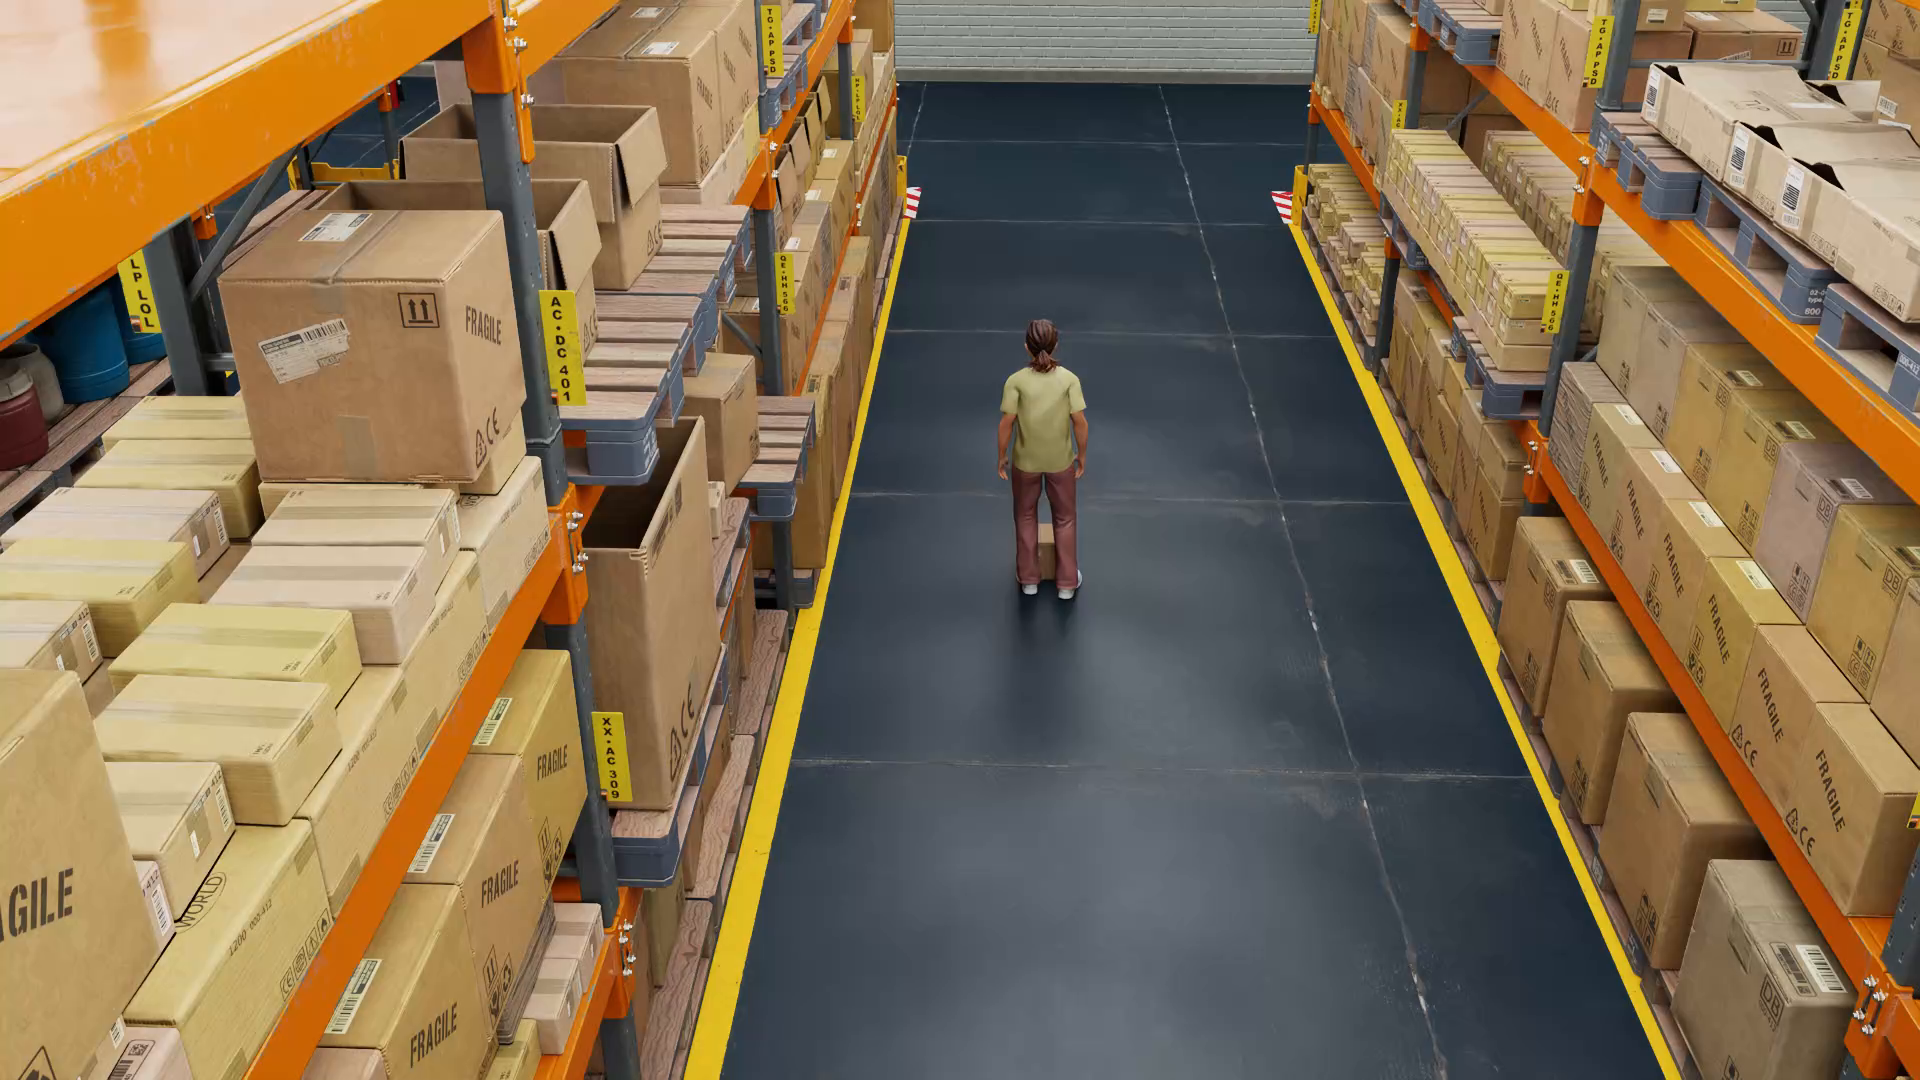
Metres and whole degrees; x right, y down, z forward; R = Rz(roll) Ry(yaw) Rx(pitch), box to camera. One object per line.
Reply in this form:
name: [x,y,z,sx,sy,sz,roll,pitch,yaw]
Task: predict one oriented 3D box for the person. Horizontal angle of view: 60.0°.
person: [0.471,-0.456,9.478,0.515,1.673,0.408,0,28,-1]
